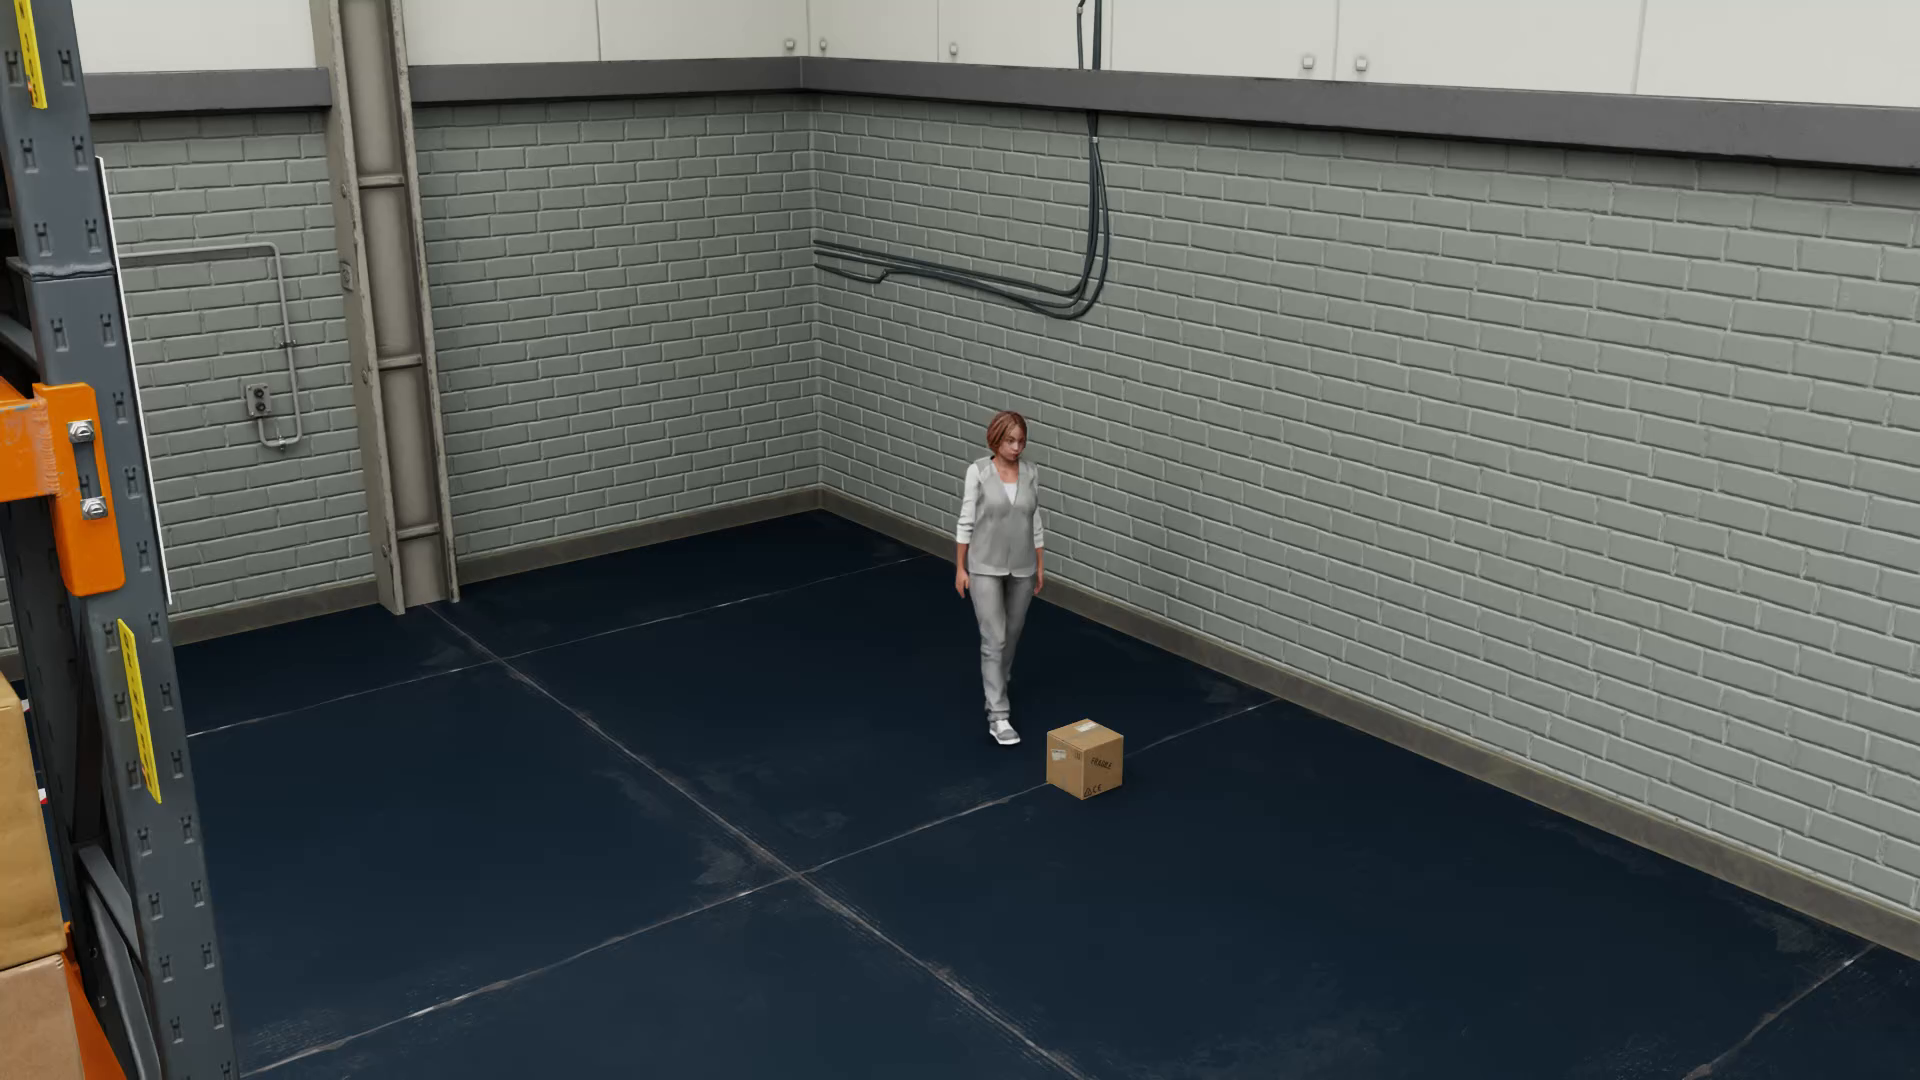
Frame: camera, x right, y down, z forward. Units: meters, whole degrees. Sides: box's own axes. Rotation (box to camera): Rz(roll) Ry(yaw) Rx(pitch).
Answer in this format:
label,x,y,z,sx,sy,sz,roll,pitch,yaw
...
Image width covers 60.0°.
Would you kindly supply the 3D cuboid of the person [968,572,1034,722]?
label,x,y,z,sx,sy,sz,roll,pitch,yaw
person,0.191,0.418,8.223,0.346,0.876,0.545,-6,19,-17
